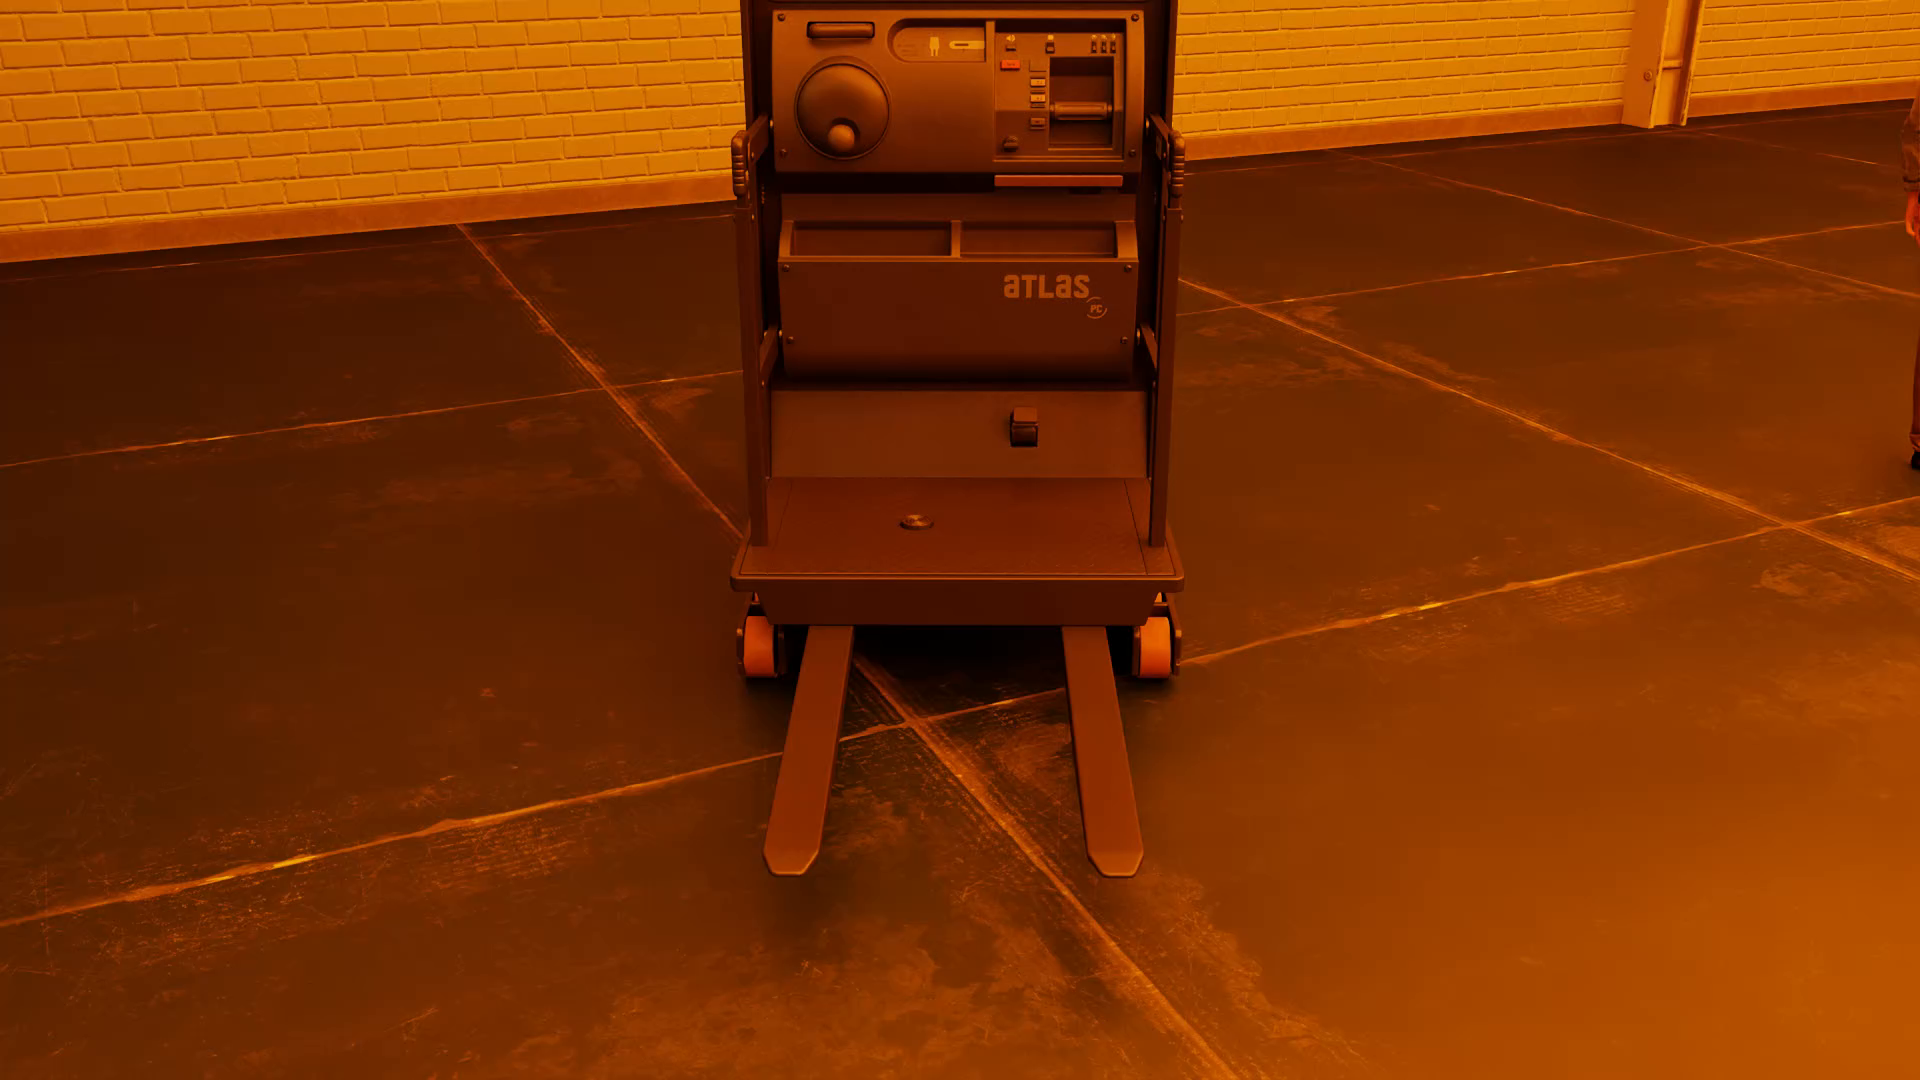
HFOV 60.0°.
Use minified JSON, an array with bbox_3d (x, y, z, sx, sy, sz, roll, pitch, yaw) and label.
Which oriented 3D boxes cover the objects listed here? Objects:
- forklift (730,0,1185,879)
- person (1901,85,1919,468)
[{"bbox_3d":[-0.004,-1.114,3.969,1.130,2.935,3.031,0,23,0],"label":"forklift"},{"bbox_3d":[3.386,-1.055,5.383,0.568,1.720,0.631,-13,26,-29],"label":"person"}]
